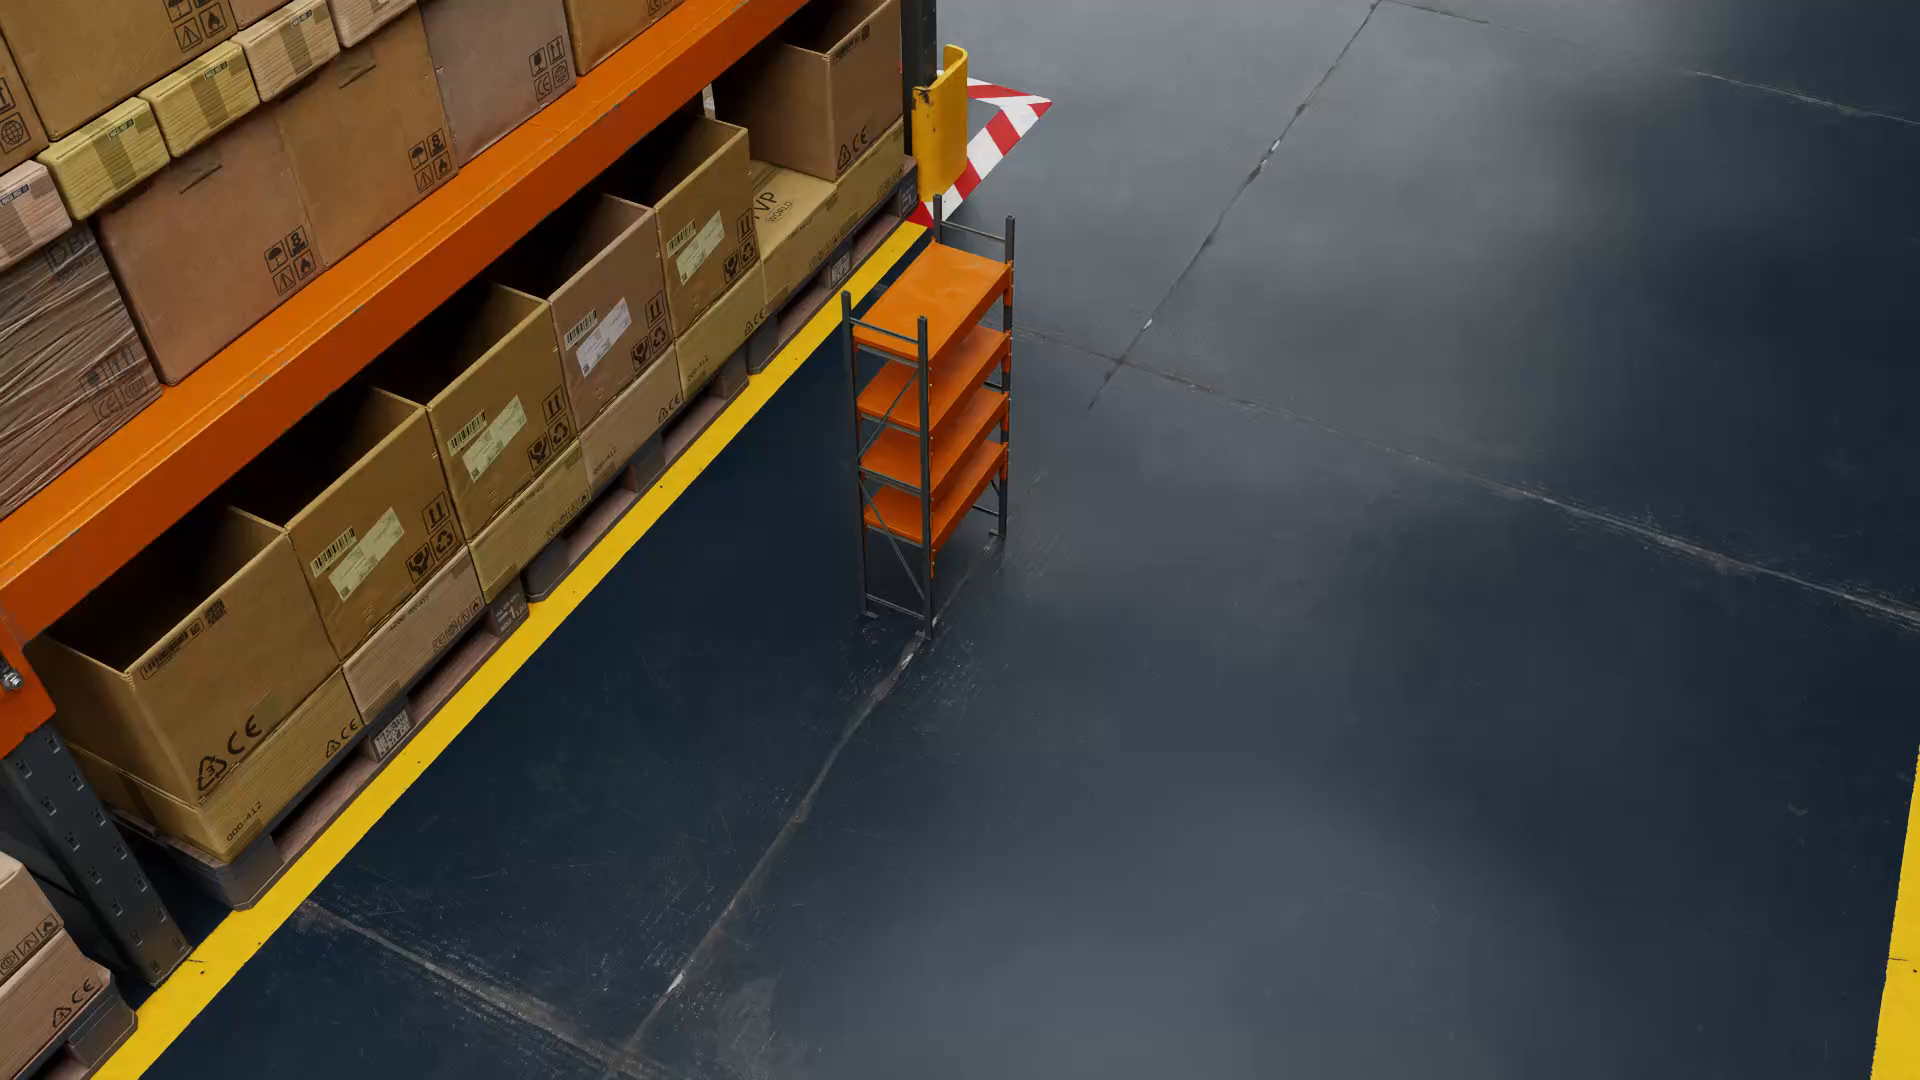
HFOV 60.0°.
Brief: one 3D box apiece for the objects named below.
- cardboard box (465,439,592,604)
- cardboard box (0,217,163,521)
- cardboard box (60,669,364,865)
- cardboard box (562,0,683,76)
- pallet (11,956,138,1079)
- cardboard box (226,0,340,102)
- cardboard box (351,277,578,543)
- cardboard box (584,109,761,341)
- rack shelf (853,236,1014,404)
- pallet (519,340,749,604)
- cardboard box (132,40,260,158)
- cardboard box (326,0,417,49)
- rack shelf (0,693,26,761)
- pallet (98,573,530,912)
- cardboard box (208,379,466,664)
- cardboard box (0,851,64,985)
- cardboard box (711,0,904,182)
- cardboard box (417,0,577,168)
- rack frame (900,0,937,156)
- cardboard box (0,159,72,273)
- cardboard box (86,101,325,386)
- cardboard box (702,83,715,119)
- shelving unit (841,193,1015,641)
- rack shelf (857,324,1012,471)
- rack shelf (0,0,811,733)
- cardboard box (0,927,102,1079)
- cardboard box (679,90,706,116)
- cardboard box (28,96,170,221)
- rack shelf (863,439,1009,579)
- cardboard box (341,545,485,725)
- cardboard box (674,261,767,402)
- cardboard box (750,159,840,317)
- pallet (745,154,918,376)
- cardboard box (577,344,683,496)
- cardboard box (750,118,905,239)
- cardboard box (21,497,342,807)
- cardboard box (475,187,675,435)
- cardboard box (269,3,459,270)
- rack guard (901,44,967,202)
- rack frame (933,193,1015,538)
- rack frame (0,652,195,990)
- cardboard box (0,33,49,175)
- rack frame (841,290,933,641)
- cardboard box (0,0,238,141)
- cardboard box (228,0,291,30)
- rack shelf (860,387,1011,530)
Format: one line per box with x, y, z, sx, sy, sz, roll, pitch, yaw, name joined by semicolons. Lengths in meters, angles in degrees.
-1.457;-0.138;4.915;0.500;0.250;0.500;20;49;19;cardboard box
-2.214;-0.455;3.521;0.700;0.500;0.500;19;48;18;cardboard box
-1.930;0.488;4.296;0.500;0.250;0.500;20;49;19;cardboard box
-1.261;-1.760;4.810;0.700;0.500;0.500;21;49;19;cardboard box
-2.722;1.319;3.798;1.003;0.211;1.213;20;49;19;pallet
-1.645;-1.151;3.752;0.380;0.149;0.250;19;48;18;cardboard box
-1.457;-0.402;4.649;0.500;0.500;0.500;20;49;19;cardboard box
-0.994;-1.032;5.272;0.500;0.500;0.500;20;49;19;cardboard box
-0.077;-0.594;4.441;0.258;0.148;0.480;20;49;19;rack shelf
-1.443;-0.417;5.513;1.003;0.211;1.213;20;49;19;pallet
-1.763;-0.994;3.597;0.380;0.149;0.250;20;49;19;cardboard box
-1.523;-1.320;3.919;0.380;0.149;0.250;19;48;18;cardboard box
-3.343;1.374;2.288;1.077;0.370;4.000;20;49;19;rack shelf
-2.008;0.355;4.751;1.003;0.211;1.213;20;49;19;pallet
-1.696;-0.089;4.340;0.500;0.500;0.500;20;49;19;cardboard box
-2.348;0.833;3.561;0.500;0.311;0.500;20;49;19;cardboard box
-0.543;-1.667;5.899;0.500;0.500;0.500;20;49;19;cardboard box
-1.502;-1.427;4.481;0.700;0.500;0.500;22;49;20;cardboard box
-0.557;-2.658;5.768;1.000;3.000;0.127;20;49;19;rack frame
-2.002;-0.665;3.272;0.380;0.149;0.250;21;49;20;cardboard box
-1.975;-0.790;3.851;0.700;0.500;0.500;20;49;19;cardboard box
-1.003;-1.575;6.336;0.500;0.250;0.500;20;49;19;cardboard box
-0.077;-0.317;4.720;0.258;1.200;0.503;20;49;19;shelving unit
-0.077;-0.427;4.609;0.258;0.148;0.480;20;49;19;rack shelf
-1.486;-1.145;4.779;1.077;0.370;4.000;20;49;19;rack shelf
-2.350;1.037;3.754;0.500;0.250;0.500;20;49;19;cardboard box
-1.234;-1.523;5.757;0.500;0.500;0.500;20;49;19;cardboard box
-1.883;-0.828;3.433;0.380;0.149;0.250;19;48;18;cardboard box
-0.077;-0.131;4.909;0.258;0.148;0.480;20;49;19;rack shelf
-1.694;0.175;4.606;0.500;0.250;0.500;20;49;19;cardboard box
-0.997;-0.769;5.539;0.500;0.250;0.500;20;49;19;cardboard box
-0.766;-1.085;5.851;0.500;0.250;0.500;20;49;19;cardboard box
-0.875;-1.183;6.270;1.003;0.211;1.213;20;49;19;pallet
-1.230;-0.455;5.229;0.500;0.250;0.500;20;49;19;cardboard box
-0.545;-1.404;6.167;0.500;0.250;0.500;20;49;19;cardboard box
-1.922;0.228;4.026;0.500;0.500;0.500;20;49;19;cardboard box
-1.227;-0.718;4.961;0.500;0.500;0.500;20;49;19;cardboard box
-1.738;-1.104;4.162;0.700;0.500;0.500;21;49;20;cardboard box
-0.546;-1.795;6.672;1.175;0.500;0.348;20;49;19;rack guard
0.036;-0.471;4.872;0.240;1.200;0.015;20;49;19;rack frame
-2.414;-0.138;3.278;1.000;3.000;0.127;20;49;19;rack frame
-2.214;-0.911;3.059;0.700;0.500;0.500;21;49;19;cardboard box
-0.190;-0.164;4.568;0.240;1.200;0.015;20;49;19;rack frame
-1.980;-1.230;3.374;0.700;0.500;0.500;20;49;19;cardboard box
-1.747;-1.545;3.686;0.700;0.500;0.500;20;49;19;cardboard box
-0.077;-0.270;4.768;0.258;0.148;0.480;20;49;19;rack shelf
